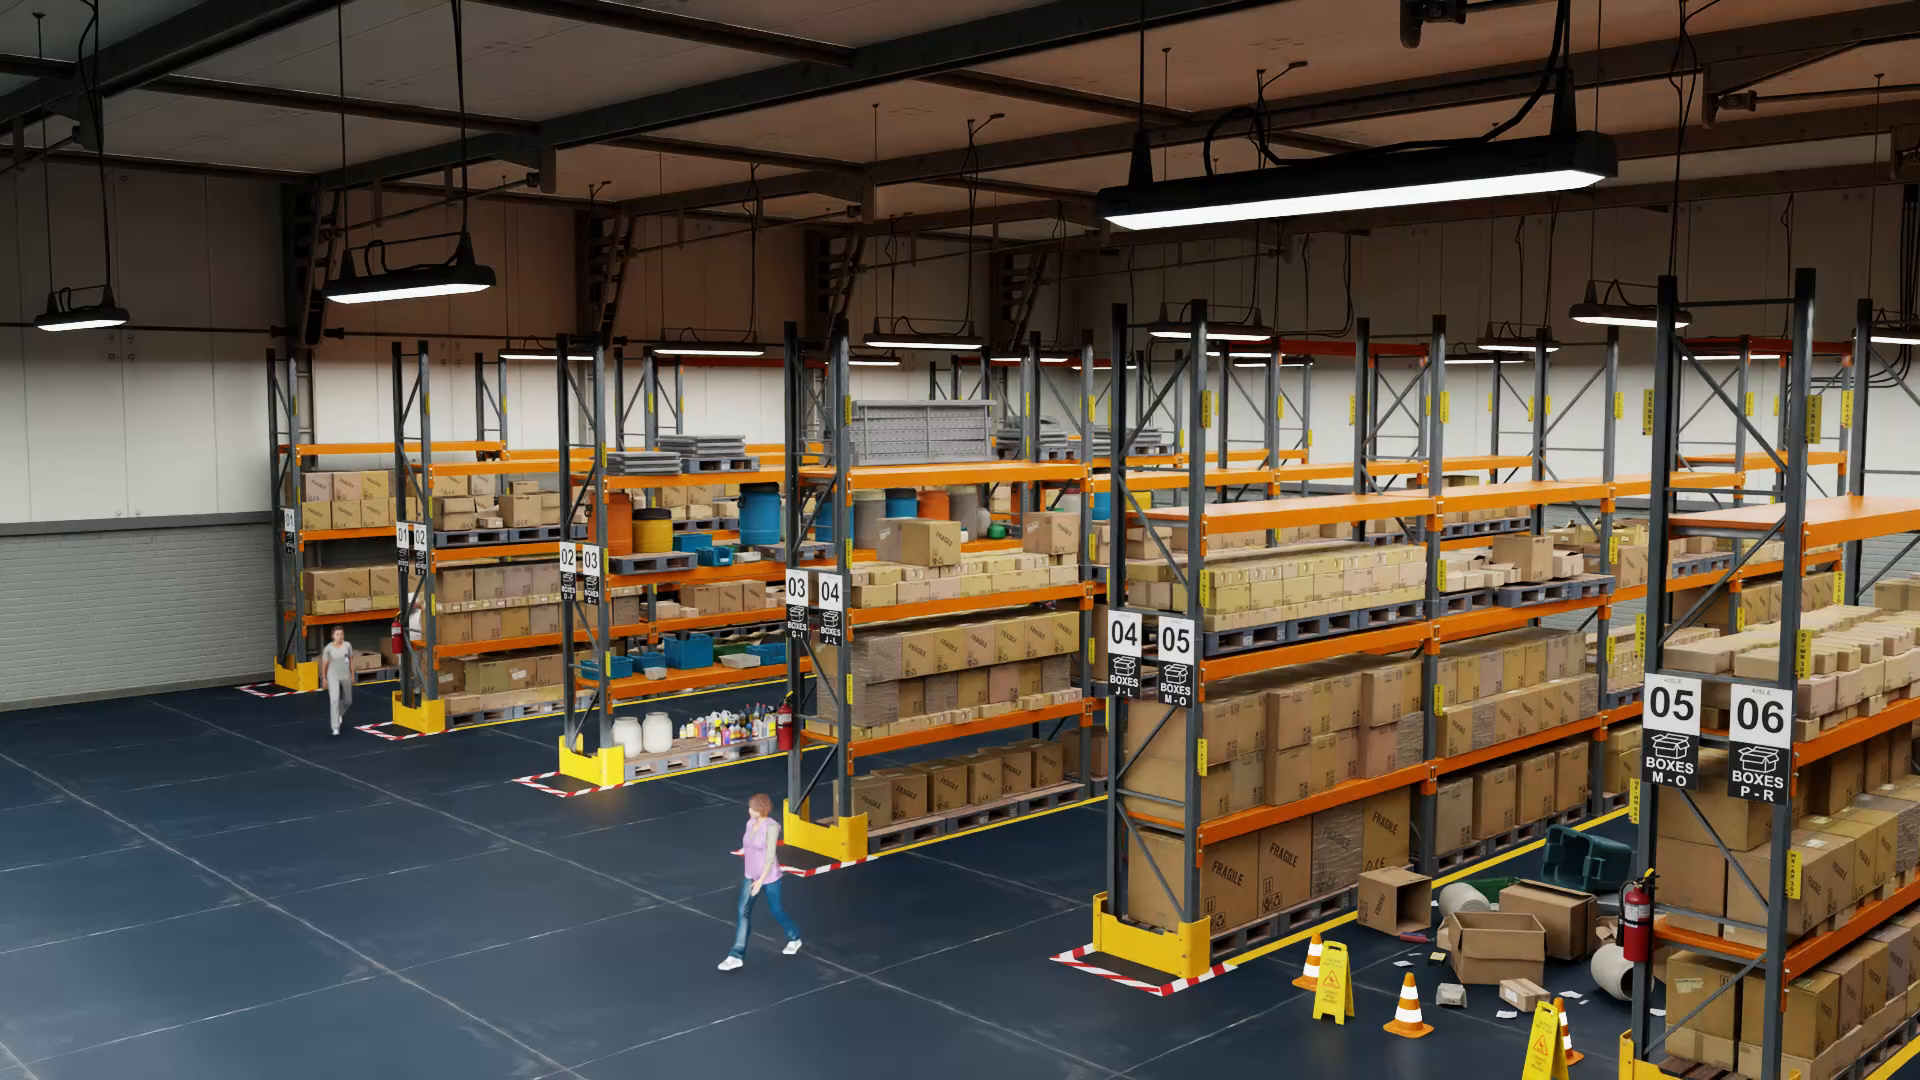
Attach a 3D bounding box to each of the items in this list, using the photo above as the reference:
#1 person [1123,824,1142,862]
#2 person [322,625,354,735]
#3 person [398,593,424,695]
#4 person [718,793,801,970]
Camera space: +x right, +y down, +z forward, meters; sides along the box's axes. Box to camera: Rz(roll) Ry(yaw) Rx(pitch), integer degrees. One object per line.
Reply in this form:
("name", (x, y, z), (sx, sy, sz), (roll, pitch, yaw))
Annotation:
("person", (2.170, 2.752, 18.592), (0.896, 1.603, 0.521), (-1, 5, -8))
("person", (-9.578, 2.125, 25.612), (0.470, 1.639, 0.922), (-3, 6, -31))
("person", (-9.472, 1.832, 28.662), (0.546, 1.839, 0.530), (0, 5, -1))
("person", (-1.815, 3.064, 15.090), (0.436, 1.547, 0.908), (4, 7, 40))
